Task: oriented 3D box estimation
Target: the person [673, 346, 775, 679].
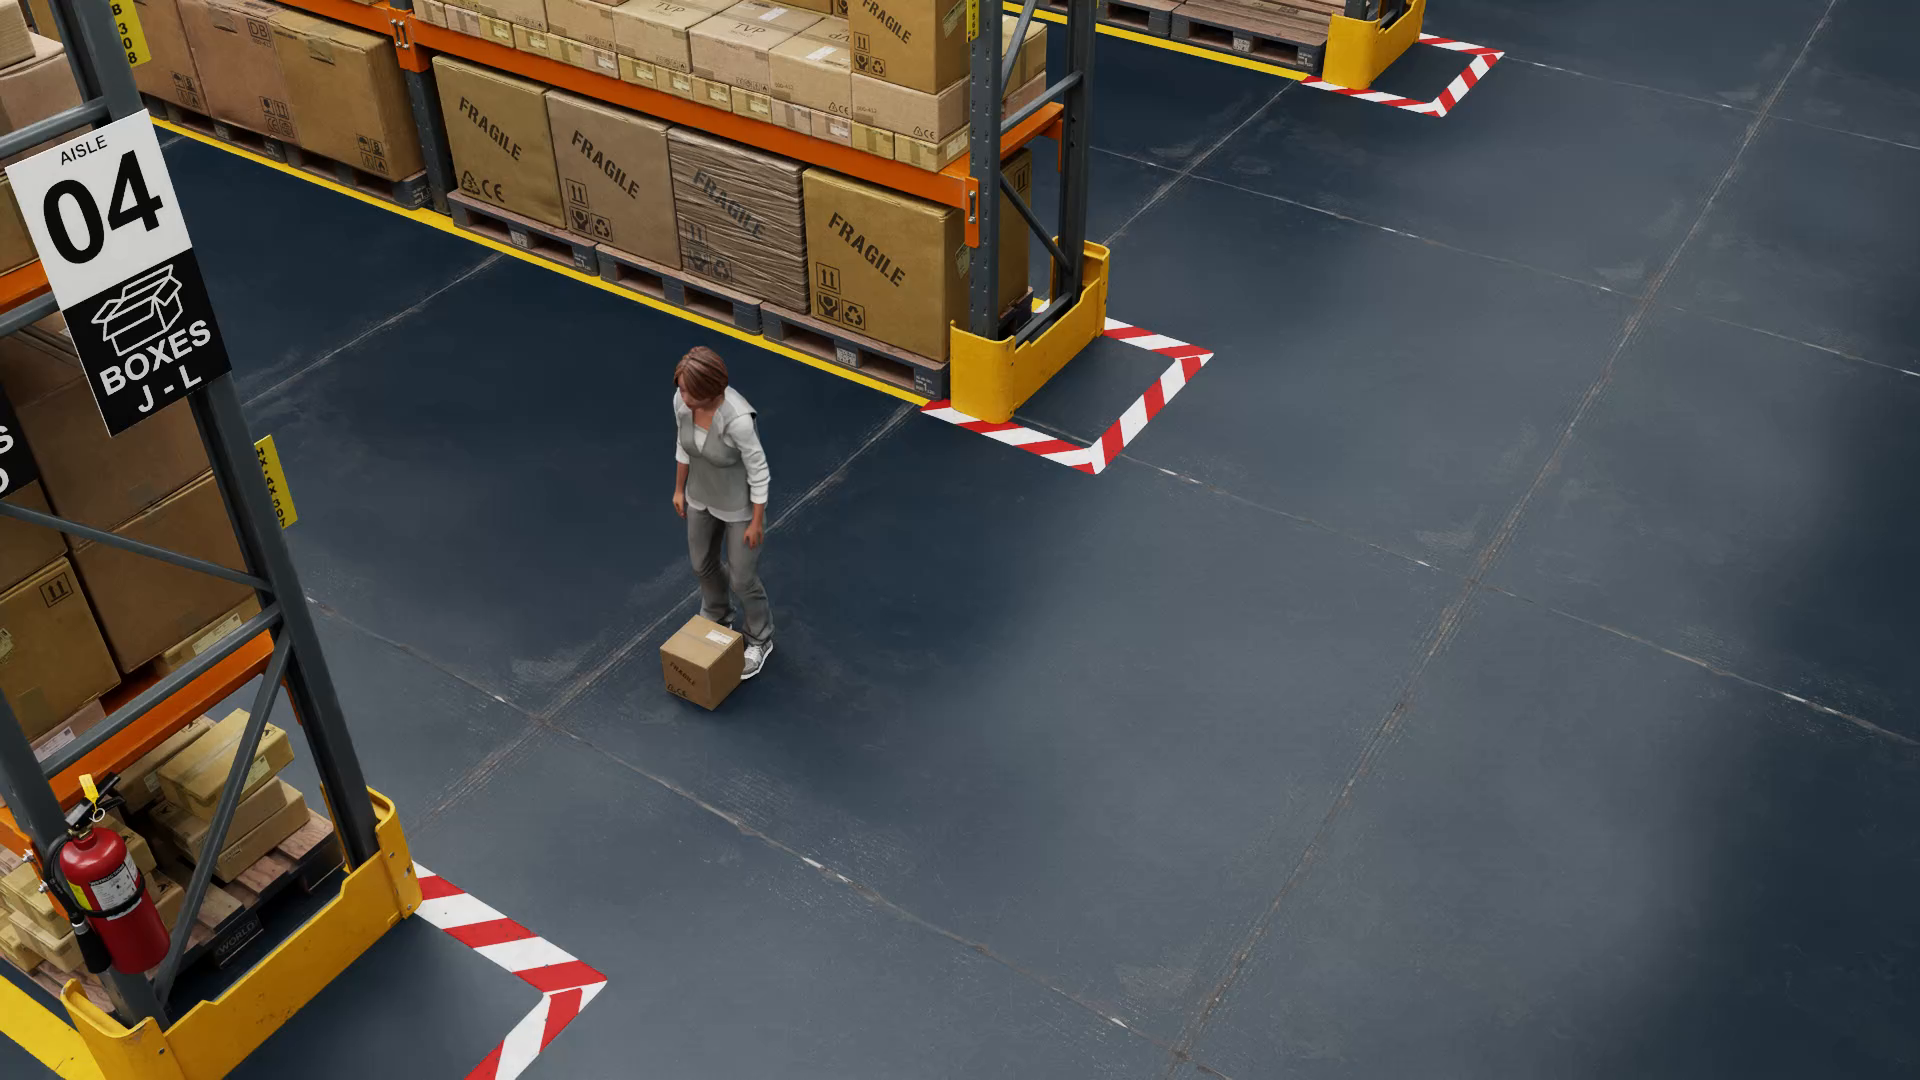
[{"bbox_3d":[-0.974,-0.133,6.852,0.461,1.592,0.343,22,44,25],"label":"person"}]
